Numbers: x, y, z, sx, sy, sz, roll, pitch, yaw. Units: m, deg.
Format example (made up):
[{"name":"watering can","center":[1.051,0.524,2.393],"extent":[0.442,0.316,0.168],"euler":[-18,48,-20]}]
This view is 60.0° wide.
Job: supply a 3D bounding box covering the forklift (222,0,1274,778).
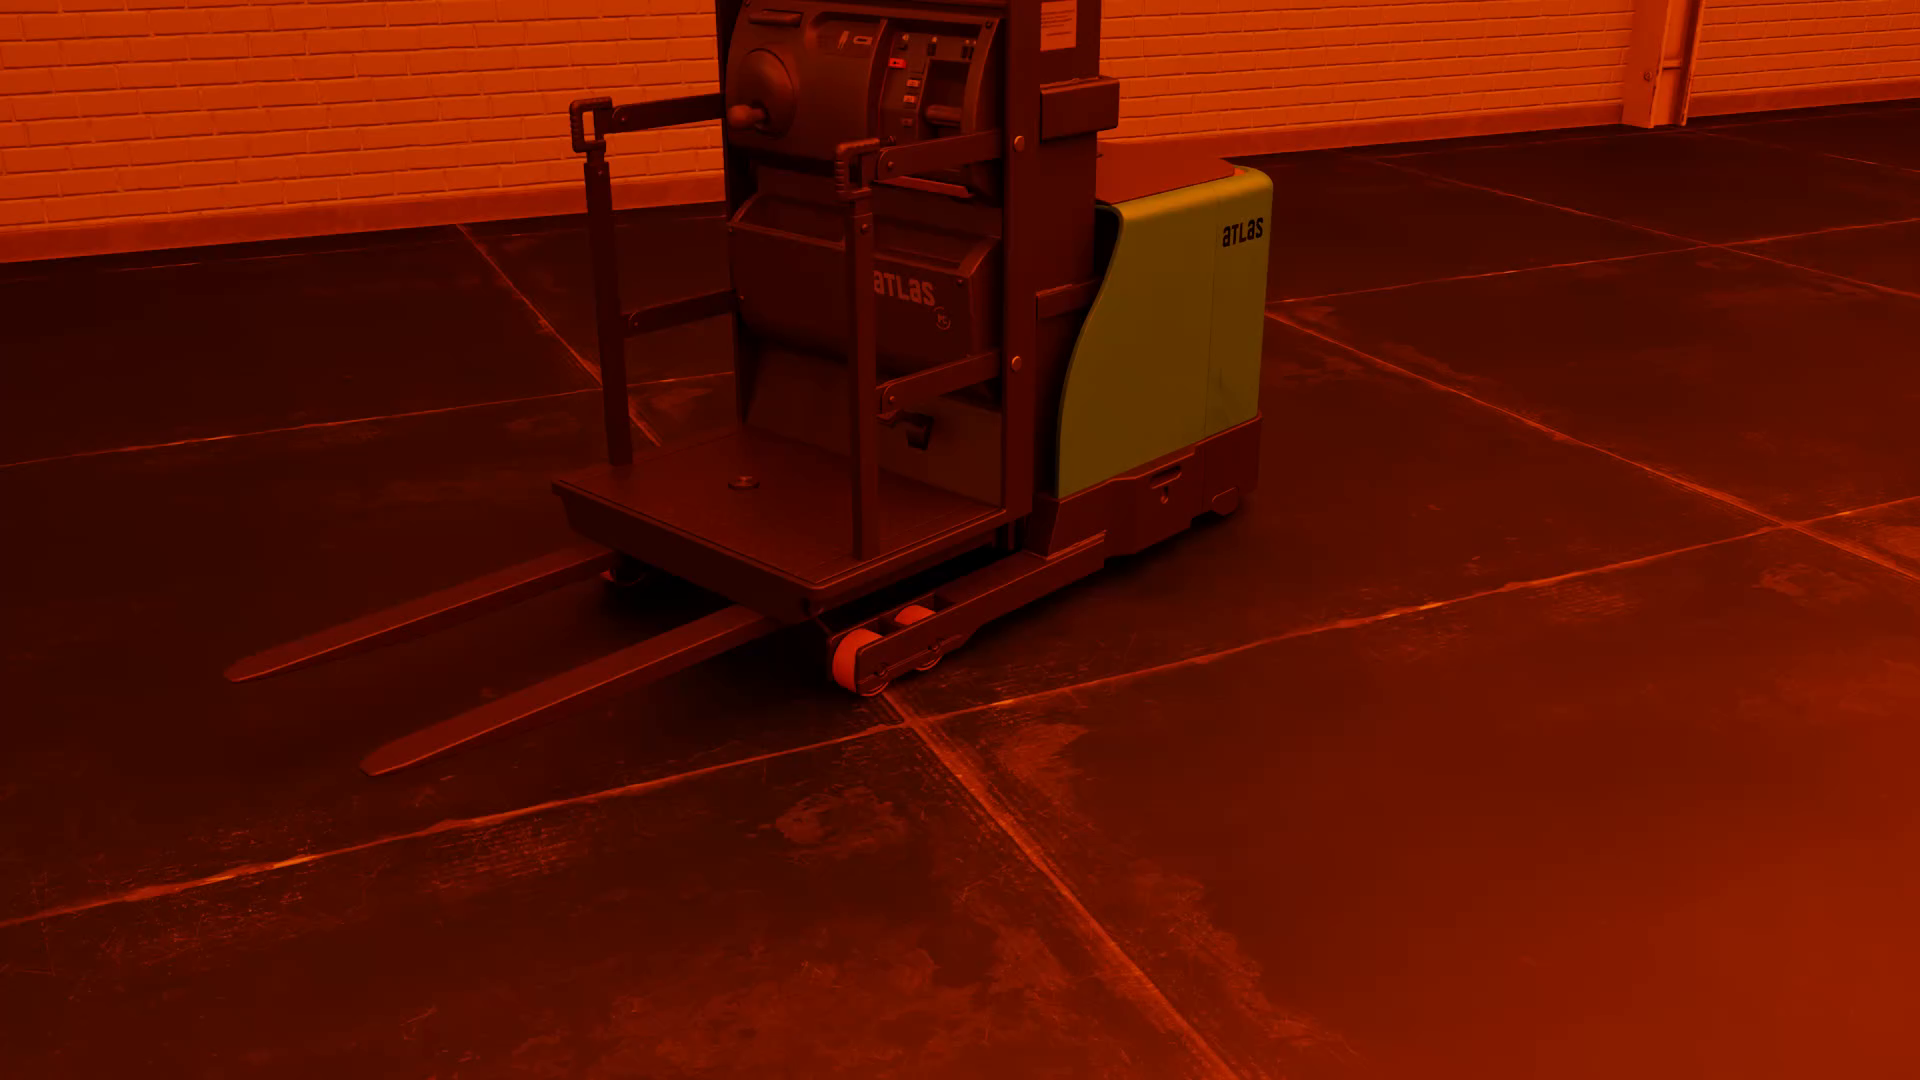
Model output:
[{"name":"forklift","center":[-0.413,-1.182,4.131],"extent":[1.130,2.935,3.031],"euler":[19,29,39]}]
